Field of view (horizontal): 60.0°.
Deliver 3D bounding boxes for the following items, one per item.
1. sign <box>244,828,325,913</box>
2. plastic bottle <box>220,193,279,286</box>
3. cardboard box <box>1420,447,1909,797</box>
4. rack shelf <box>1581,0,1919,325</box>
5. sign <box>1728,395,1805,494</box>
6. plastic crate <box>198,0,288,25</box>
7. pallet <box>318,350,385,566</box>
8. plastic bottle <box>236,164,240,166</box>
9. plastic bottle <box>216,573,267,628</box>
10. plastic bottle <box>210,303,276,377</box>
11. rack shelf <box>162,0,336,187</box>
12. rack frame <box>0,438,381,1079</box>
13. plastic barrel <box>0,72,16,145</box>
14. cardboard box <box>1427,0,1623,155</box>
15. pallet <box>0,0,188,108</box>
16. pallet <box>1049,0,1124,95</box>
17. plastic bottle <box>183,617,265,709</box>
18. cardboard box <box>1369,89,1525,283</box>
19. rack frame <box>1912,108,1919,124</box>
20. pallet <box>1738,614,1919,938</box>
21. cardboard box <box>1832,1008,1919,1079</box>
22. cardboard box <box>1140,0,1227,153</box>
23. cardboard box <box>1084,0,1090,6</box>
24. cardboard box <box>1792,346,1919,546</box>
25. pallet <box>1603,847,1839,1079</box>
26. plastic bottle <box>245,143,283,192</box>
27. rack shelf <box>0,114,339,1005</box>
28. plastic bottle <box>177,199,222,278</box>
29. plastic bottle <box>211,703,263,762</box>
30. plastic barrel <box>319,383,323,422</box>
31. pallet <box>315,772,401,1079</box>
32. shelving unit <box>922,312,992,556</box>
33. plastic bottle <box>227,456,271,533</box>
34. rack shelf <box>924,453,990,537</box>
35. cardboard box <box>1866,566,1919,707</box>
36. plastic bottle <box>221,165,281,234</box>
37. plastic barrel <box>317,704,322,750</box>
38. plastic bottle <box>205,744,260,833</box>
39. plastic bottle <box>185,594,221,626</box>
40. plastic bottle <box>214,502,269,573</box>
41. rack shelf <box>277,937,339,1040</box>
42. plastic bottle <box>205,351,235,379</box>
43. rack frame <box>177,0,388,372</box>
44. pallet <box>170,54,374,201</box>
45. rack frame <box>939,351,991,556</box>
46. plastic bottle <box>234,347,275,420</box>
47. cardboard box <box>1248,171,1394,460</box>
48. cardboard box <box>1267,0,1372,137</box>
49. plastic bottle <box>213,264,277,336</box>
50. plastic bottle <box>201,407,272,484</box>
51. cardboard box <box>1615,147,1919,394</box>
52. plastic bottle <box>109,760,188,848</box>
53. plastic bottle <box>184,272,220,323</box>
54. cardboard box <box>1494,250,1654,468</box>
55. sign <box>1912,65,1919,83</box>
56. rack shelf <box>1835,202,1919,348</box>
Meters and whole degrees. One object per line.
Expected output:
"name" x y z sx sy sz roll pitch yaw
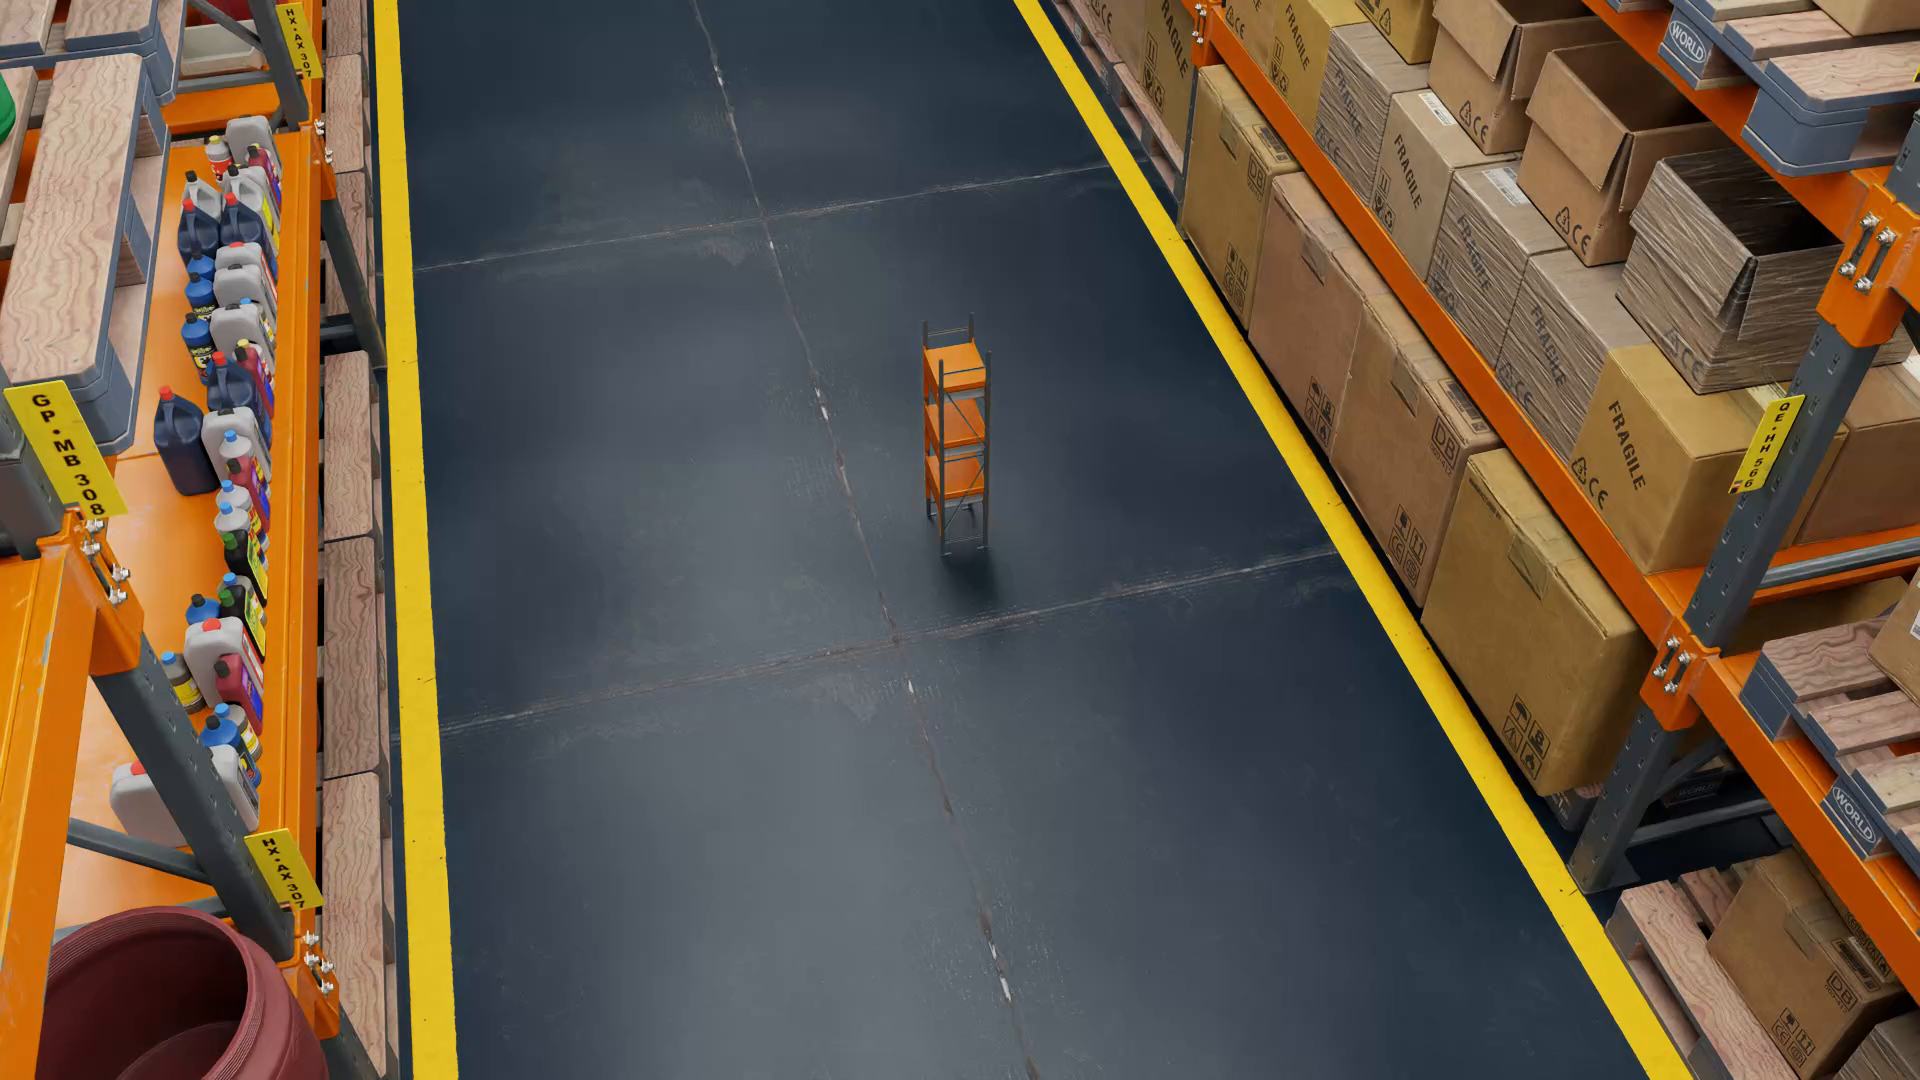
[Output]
"sign" -1.623 0.799 4.003 0.100 0.325 0.005 -11 47 -10
"plastic bottle" -2.578 -1.080 5.994 0.144 0.351 0.185 -11 47 -10
"cardboard box" 2.478 0.172 5.925 1.225 0.875 0.875 -13 47 -12
"rack shelf" 2.122 -2.123 5.384 1.077 0.370 4.000 -11 47 -10
"sign" 2.099 -0.245 4.330 0.100 0.325 0.005 -11 47 -10
"plastic crate" -3.164 -2.506 7.269 0.402 0.464 0.583 -11 47 -10
"pallet" -3.020 -0.284 7.131 1.003 0.211 1.213 -11 47 -10
"plastic bottle" -2.733 -1.339 6.352 0.097 0.201 0.097 0 46 0
"plastic bottle" -2.108 0.177 4.866 0.097 0.201 0.097 0 46 0
"plastic bottle" -2.448 -0.690 5.664 0.152 0.276 0.135 -11 47 -10
"rack shelf" -3.689 -2.929 8.275 1.077 0.370 4.000 -11 47 -10
"rack frame" -2.153 0.962 3.958 1.000 3.000 0.127 -11 47 -10
"plastic barrel" -2.202 -0.954 3.550 0.294 0.245 0.294 0 46 0
"cardboard box" 2.121 -1.750 5.843 0.797 0.503 0.637 -9 46 -9
"pallet" -2.589 -1.478 4.381 1.003 0.211 1.213 -11 47 -10
"pallet" 1.176 -3.113 9.904 1.003 0.211 1.213 -11 47 -10
"plastic bottle" -2.070 0.328 4.666 0.152 0.276 0.135 -11 47 -10
"cardboard box" 1.881 -1.329 6.133 0.500 0.500 0.500 -10 46 -10
"rack frame" 2.634 -2.044 2.703 1.000 3.000 0.127 -11 47 -10
"pallet" 2.920 0.596 4.451 1.213 0.211 1.003 -11 47 -10
"cardboard box" 2.980 1.616 4.758 0.700 0.500 0.500 -14 47 -14
"cardboard box" 1.519 -2.579 8.622 0.875 0.875 0.875 -11 47 -10
"cardboard box" 1.061 -3.815 9.833 0.875 0.875 0.875 -11 47 -10
"cardboard box" 2.773 -0.364 5.188 0.500 0.500 0.500 -9 46 -9
"pallet" 2.833 1.572 5.313 1.003 0.211 1.213 -11 47 -10
"plastic bottle" -2.708 -1.442 6.453 0.097 0.201 0.097 0 46 0
"rack shelf" -2.665 -0.167 5.568 1.077 0.370 4.000 -11 47 -10
"plastic bottle" -2.718 -1.054 5.968 0.144 0.351 0.185 -11 47 -10
"plastic bottle" -1.980 0.521 4.529 0.097 0.201 0.097 0 46 0
"plastic barrel" -3.055 -0.834 6.893 0.600 0.901 0.708 -11 47 -10
"pallet" -2.396 1.401 5.480 1.003 0.211 1.213 -11 47 -10
"shelving unit" -0.014 -0.404 6.662 0.215 1.050 0.252 -11 47 -10
"plastic bottle" -2.203 -0.162 5.140 0.061 0.283 0.133 -11 47 -10
"rack shelf" -0.014 -0.202 6.868 0.215 0.259 0.240 -11 47 -10
"cardboard box" 2.811 0.240 4.302 0.500 0.500 0.500 -16 48 -15
"plastic bottle" -2.671 -1.291 6.253 0.152 0.276 0.135 -11 47 -10
"plastic barrel" -2.584 0.544 5.761 0.600 0.588 0.708 -11 47 -10
"plastic bottle" -1.952 0.647 4.353 0.152 0.276 0.135 -11 47 -10
"plastic bottle" -2.132 0.255 4.740 0.097 0.271 0.097 0 46 0
"plastic bottle" -2.167 -0.007 4.998 0.097 0.271 0.097 0 46 0
"rack shelf" -1.641 2.594 2.862 1.077 0.370 4.000 -11 47 -10
"plastic bottle" -2.416 -0.510 5.491 0.097 0.271 0.097 0 46 0
"rack frame" -3.177 -1.800 6.665 1.000 3.000 0.127 -11 47 -10
"pallet" -3.719 -2.168 8.978 1.003 0.211 1.213 -11 47 -10
"rack frame" 0.018 -0.320 6.579 0.200 1.050 0.008 -11 47 -10
"plastic bottle" -2.344 -0.541 5.513 0.061 0.283 0.133 -11 47 -10
"cardboard box" 2.023 -1.054 7.127 1.225 0.875 0.875 -12 47 -12
"cardboard box" 1.616 -2.030 6.820 0.500 0.500 0.500 -11 47 -10
"plastic bottle" -2.507 -0.850 5.821 0.152 0.276 0.135 -11 47 -10
"plastic bottle" -2.307 -0.310 5.291 0.152 0.276 0.135 -11 47 -10
"cardboard box" 2.463 -0.838 4.949 0.797 0.503 0.637 -9 46 -9
"plastic bottle" -2.099 0.675 4.326 0.152 0.276 0.135 -11 47 -10
"plastic bottle" -2.623 -0.813 5.787 0.097 0.271 0.097 0 46 0
"cardboard box" 2.147 -0.620 5.438 0.500 0.500 0.500 -11 47 -11
"sign" 2.096 -1.107 3.467 0.100 0.325 0.005 -11 47 -10
"rack shelf" 3.146 0.639 2.678 1.077 0.370 4.000 -11 47 -10
